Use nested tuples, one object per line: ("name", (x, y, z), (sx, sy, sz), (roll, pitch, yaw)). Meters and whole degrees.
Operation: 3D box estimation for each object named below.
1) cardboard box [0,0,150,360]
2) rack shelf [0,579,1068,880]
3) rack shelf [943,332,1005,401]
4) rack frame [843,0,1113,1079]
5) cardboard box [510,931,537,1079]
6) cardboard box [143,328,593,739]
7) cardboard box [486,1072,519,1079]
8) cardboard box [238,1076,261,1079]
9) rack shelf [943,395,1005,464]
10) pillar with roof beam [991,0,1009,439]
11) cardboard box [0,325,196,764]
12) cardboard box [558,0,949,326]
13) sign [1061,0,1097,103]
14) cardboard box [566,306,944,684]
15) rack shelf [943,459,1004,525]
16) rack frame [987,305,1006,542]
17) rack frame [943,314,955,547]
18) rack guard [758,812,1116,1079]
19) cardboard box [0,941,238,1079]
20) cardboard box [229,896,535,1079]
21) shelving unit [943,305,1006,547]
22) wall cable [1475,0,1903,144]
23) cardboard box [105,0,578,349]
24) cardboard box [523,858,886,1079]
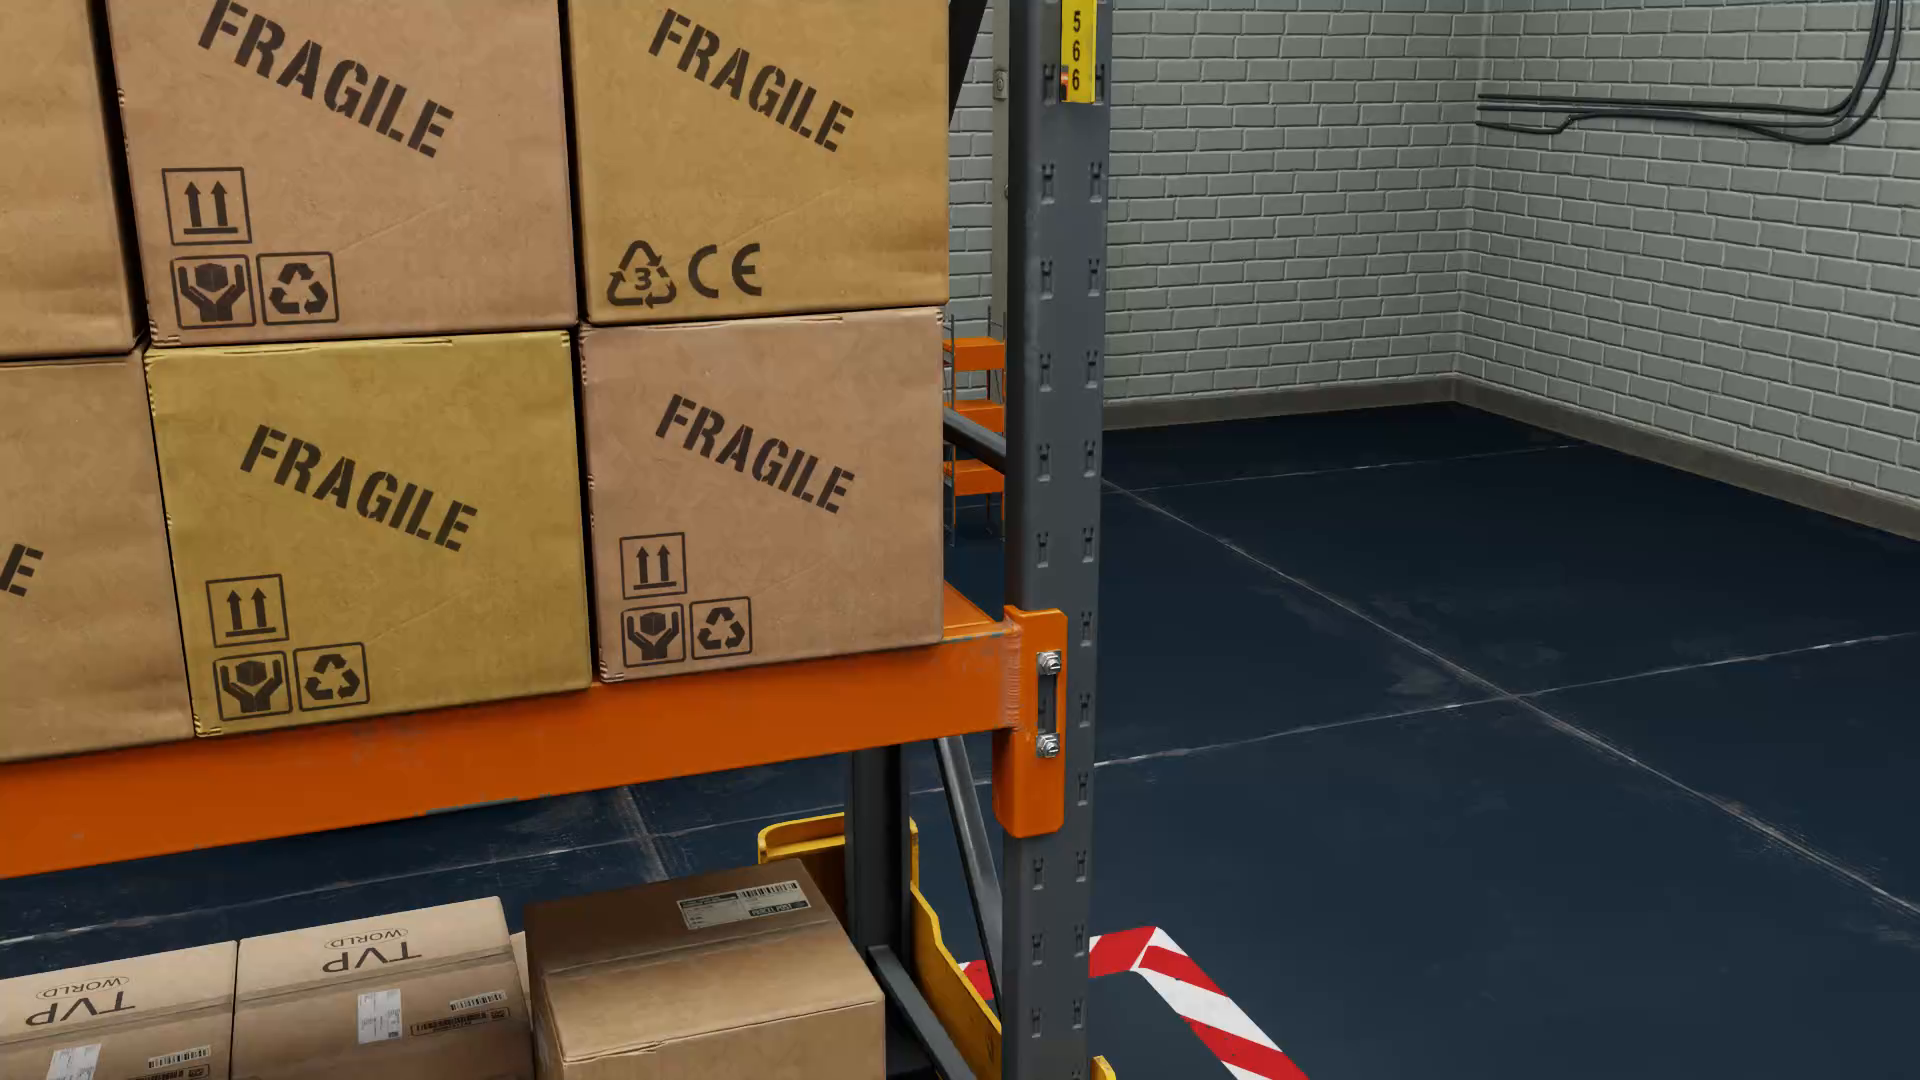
("cardboard box", (-1.291, -0.502, 2.032), (0.500, 0.500, 0.500), (-6, 17, -19))
("rack shelf", (-1.887, 0.351, 2.357), (4.000, 0.370, 1.077), (-6, 17, -20))
("rack shelf", (0.050, -0.771, 7.392), (0.240, 0.259, 0.215), (-6, 17, -20))
("rack frame", (-0.019, -0.196, 2.943), (0.127, 3.000, 1.000), (-6, 17, -20))
("cardboard box", (-0.767, 0.929, 3.358), (0.250, 0.166, 0.380), (-6, 17, -20))
("cardboard box", (-0.823, -0.074, 2.350), (0.500, 0.500, 0.500), (-6, 17, -20))
("cardboard box", (-0.849, 1.089, 2.814), (0.250, 0.166, 0.380), (-6, 17, -20))
("cardboard box", (-1.337, 1.120, 2.561), (0.500, 0.250, 0.500), (-6, 17, -20))
("rack shelf", (0.050, -0.499, 7.472), (0.240, 0.259, 0.215), (-6, 17, -20))
("pillar with roof beam", (1.957, -3.745, 4.379), (0.400, 9.000, 9.100), (-6, 17, -20))
("cardboard box", (-1.291, -0.025, 2.183), (0.500, 0.500, 0.500), (-6, 17, -20))
("cardboard box", (-0.337, -0.607, 2.388), (0.500, 0.500, 0.500), (-6, 18, -21))
("sign", (0.160, -0.755, 2.231), (0.005, 0.325, 0.100), (-6, 17, -20))
("cardboard box", (-0.340, -0.127, 2.531), (0.500, 0.500, 0.500), (-6, 17, -18))
("rack shelf", (0.050, -0.232, 7.550), (0.240, 0.259, 0.215), (-6, 17, -20))
("rack frame", (0.164, -0.521, 7.511), (0.008, 1.050, 0.200), (-6, 17, -20))
("rack frame", (-0.064, -0.497, 7.427), (0.008, 1.050, 0.200), (-6, 17, -20))
("rack guard", (-0.090, 1.011, 3.269), (0.348, 0.500, 1.175), (-6, 17, -20))
("cardboard box", (-1.562, 0.993, 2.992), (0.500, 0.250, 0.500), (-6, 17, -20))
("cardboard box", (-1.096, 0.943, 3.164), (0.500, 0.250, 0.500), (-6, 17, -20))
("shelving unit", (0.050, -0.509, 7.469), (0.252, 1.050, 0.215), (-6, 17, -20))
("wall cable", (3.614, -3.364, 8.593), (0.112, 2.526, 3.097), (-6, 17, -20))
("cardboard box", (-0.808, -0.556, 2.214), (0.500, 0.500, 0.500), (-6, 17, -19))
("cardboard box", (-0.439, 0.912, 2.825), (0.500, 0.500, 0.500), (-6, 17, -20))
